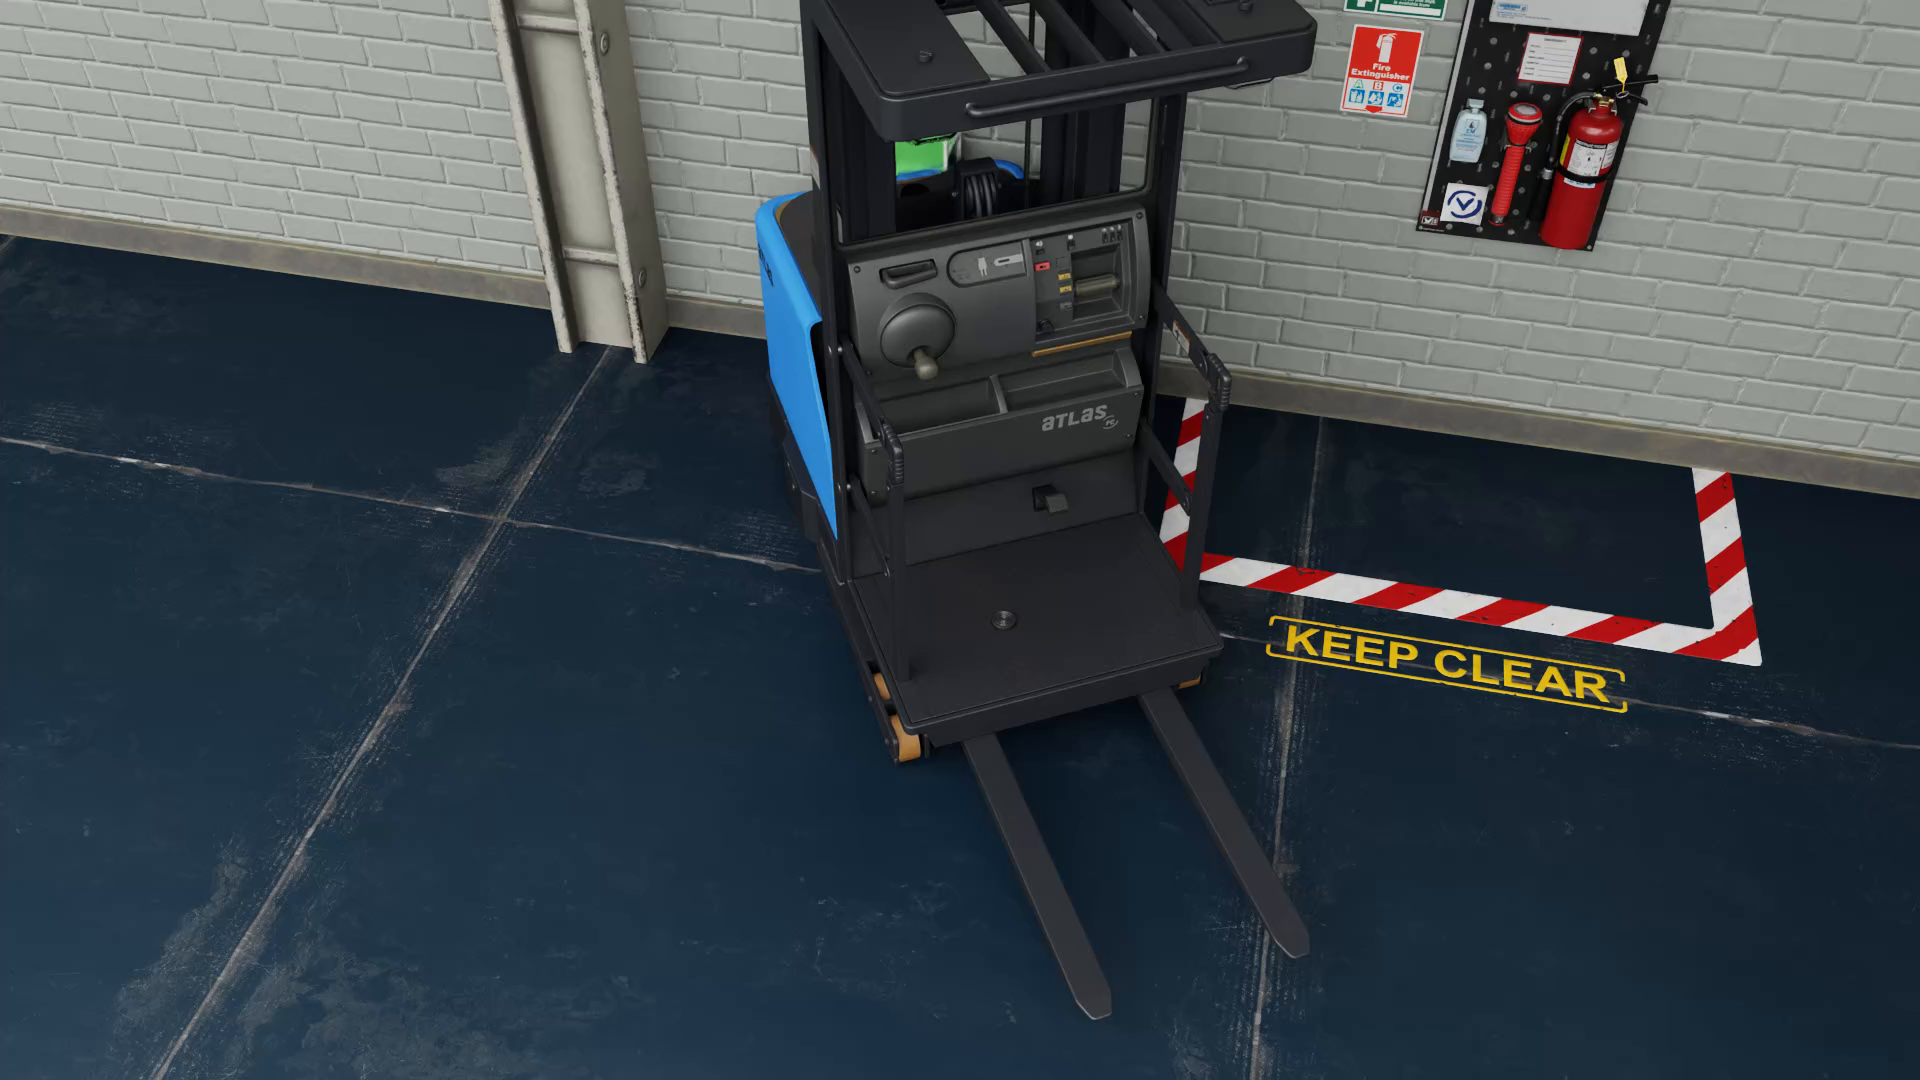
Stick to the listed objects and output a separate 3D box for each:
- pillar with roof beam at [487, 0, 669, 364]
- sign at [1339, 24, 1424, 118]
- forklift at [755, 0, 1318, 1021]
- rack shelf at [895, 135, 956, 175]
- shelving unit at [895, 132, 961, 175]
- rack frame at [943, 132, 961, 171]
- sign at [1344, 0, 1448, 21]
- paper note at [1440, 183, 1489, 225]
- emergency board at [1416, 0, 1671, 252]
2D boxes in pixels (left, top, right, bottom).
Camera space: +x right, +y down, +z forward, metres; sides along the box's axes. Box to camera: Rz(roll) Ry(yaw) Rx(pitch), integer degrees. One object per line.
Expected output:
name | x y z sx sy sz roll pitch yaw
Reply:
pillar with roof beam | -2.422 -1.208 1.016 0.400 9.000 9.100 9 45 9
sign | 1.453 -1.617 5.742 0.234 0.329 0.001 9 45 9
forklift | 0.198 -0.646 4.808 1.130 2.935 3.031 -13 45 -13
rack shelf | -0.268 -1.433 6.272 0.480 0.148 0.258 9 43 9
shelving unit | -0.271 -1.126 6.554 0.503 1.200 0.258 9 43 9
rack frame | -0.033 -1.089 6.515 0.015 1.200 0.240 9 43 9
sign | 1.456 -1.802 5.551 0.331 0.109 0.001 9 45 9
paper note | 1.813 -1.207 5.976 0.142 0.148 0.016 9 45 9
emergency board | 1.970 -1.451 5.595 0.643 1.169 0.194 9 45 9
